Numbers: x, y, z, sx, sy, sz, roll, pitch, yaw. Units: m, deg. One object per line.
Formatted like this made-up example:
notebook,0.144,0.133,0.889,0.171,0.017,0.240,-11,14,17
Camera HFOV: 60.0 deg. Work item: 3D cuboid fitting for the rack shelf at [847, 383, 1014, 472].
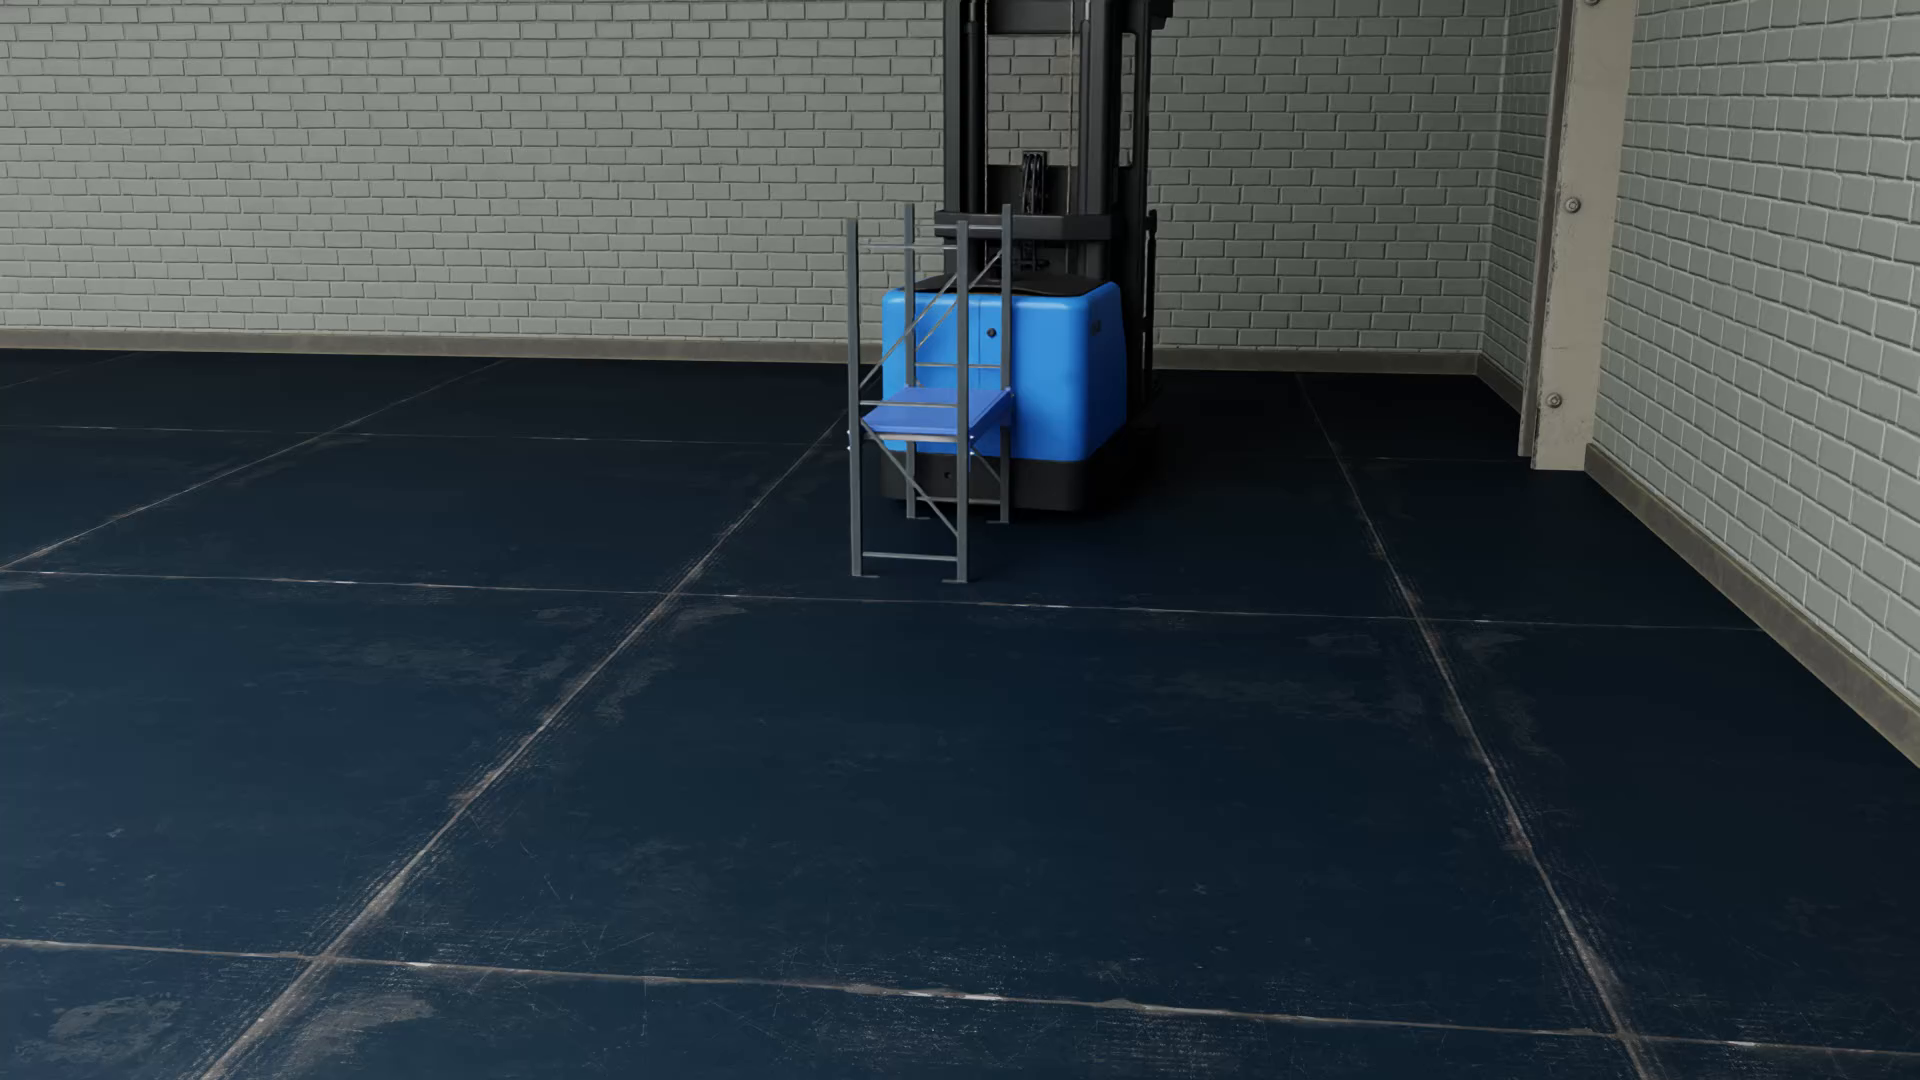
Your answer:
rack shelf,-0.110,-0.511,7.368,0.538,0.185,1.000,3,15,11

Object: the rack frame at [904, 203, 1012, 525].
rack frame,-0.009,-0.815,7.801,0.500,1.500,0.032,3,15,11

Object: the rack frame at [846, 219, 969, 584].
rack frame,-0.212,-0.555,6.840,0.500,1.500,0.032,3,15,11

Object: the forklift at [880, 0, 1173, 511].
forklift,0.517,-1.891,9.042,1.130,2.935,3.031,4,16,16

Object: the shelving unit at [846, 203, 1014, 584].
shelving unit,-0.110,-0.685,7.321,0.538,1.500,1.048,3,15,11

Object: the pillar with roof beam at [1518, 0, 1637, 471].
pillar with roof beam,-0.971,-4.905,8.562,9.100,9.000,0.400,2,15,6
